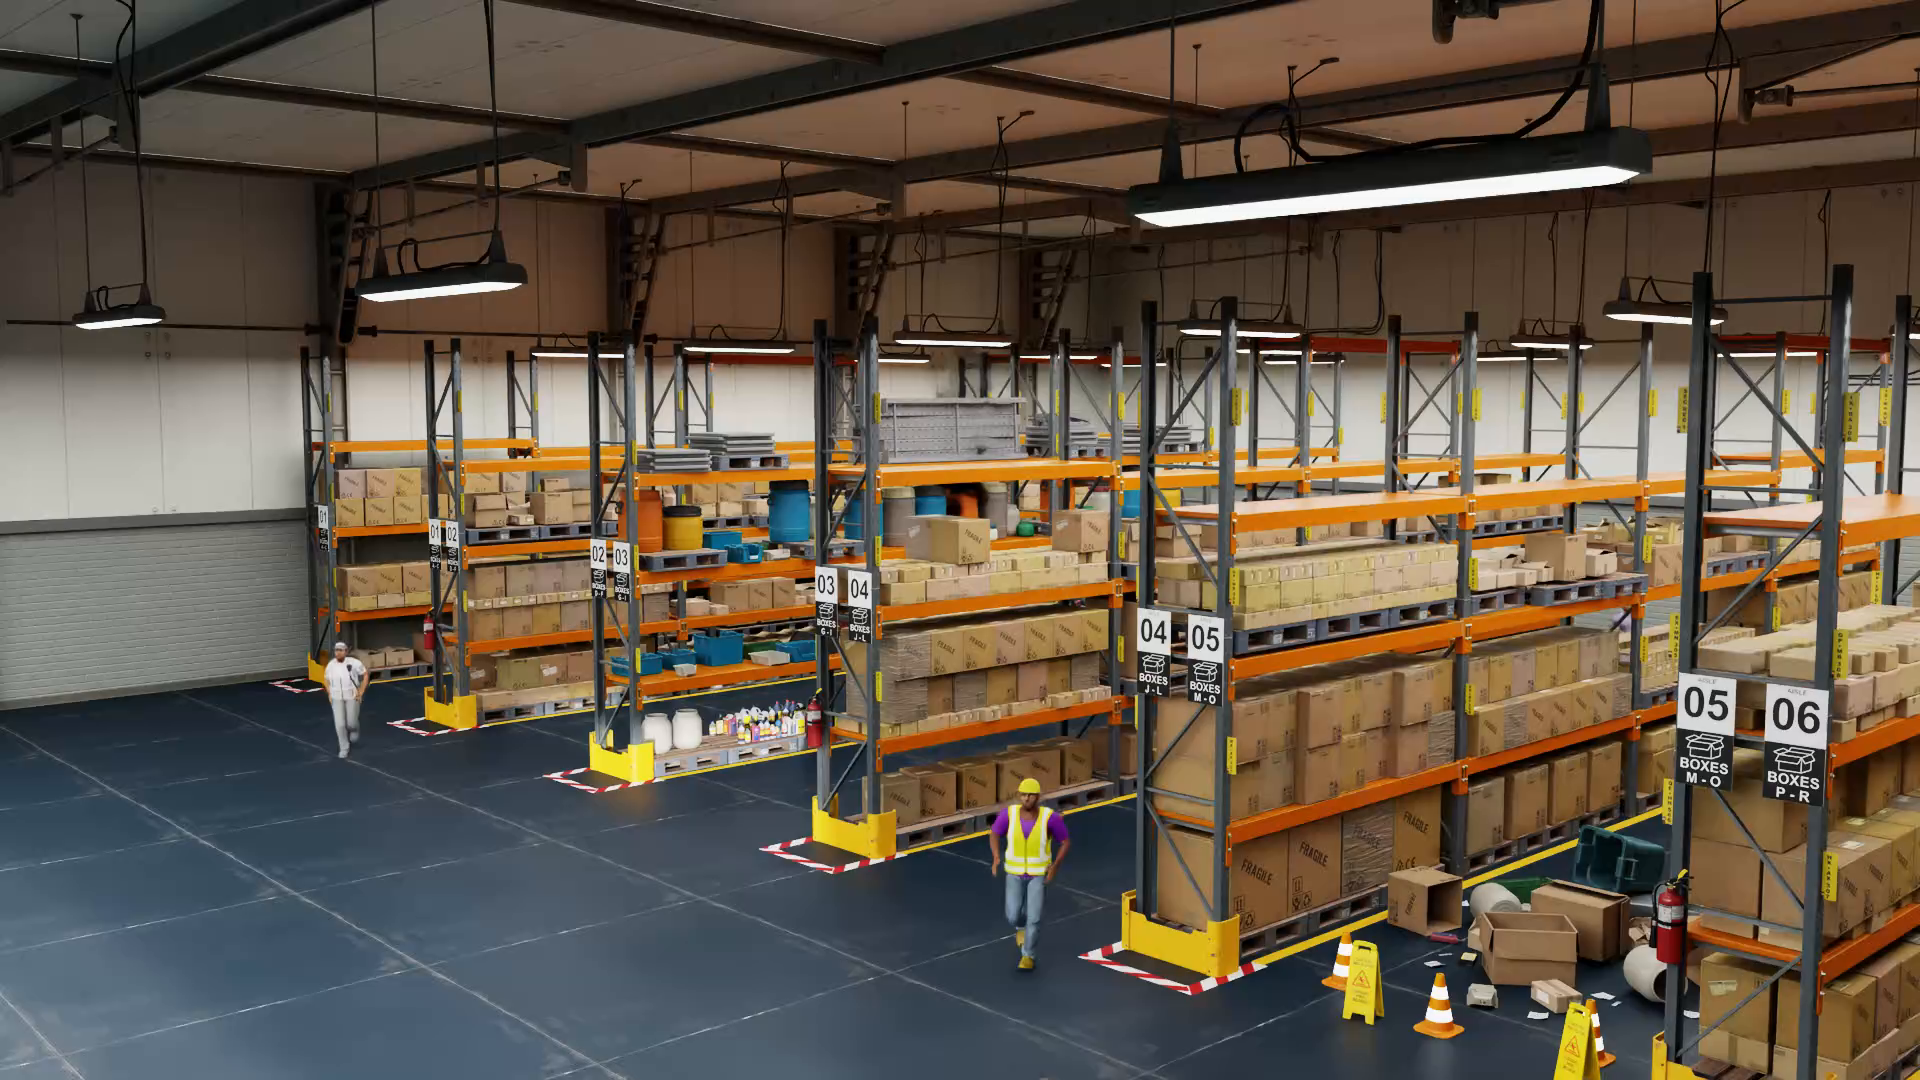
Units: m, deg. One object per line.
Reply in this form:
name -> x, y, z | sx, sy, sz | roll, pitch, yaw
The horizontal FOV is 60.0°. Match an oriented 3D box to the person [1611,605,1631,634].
person -> 11.629, 1.827, 28.958 | 0.602, 1.651, 0.721 | 0, 5, -2

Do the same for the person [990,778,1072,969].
person -> 0.635, 2.987, 15.048 | 0.748, 1.737, 0.575 | 1, 5, 10

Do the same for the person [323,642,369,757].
person -> -8.797, 2.269, 23.858 | 0.615, 1.653, 0.600 | -1, 5, -7
